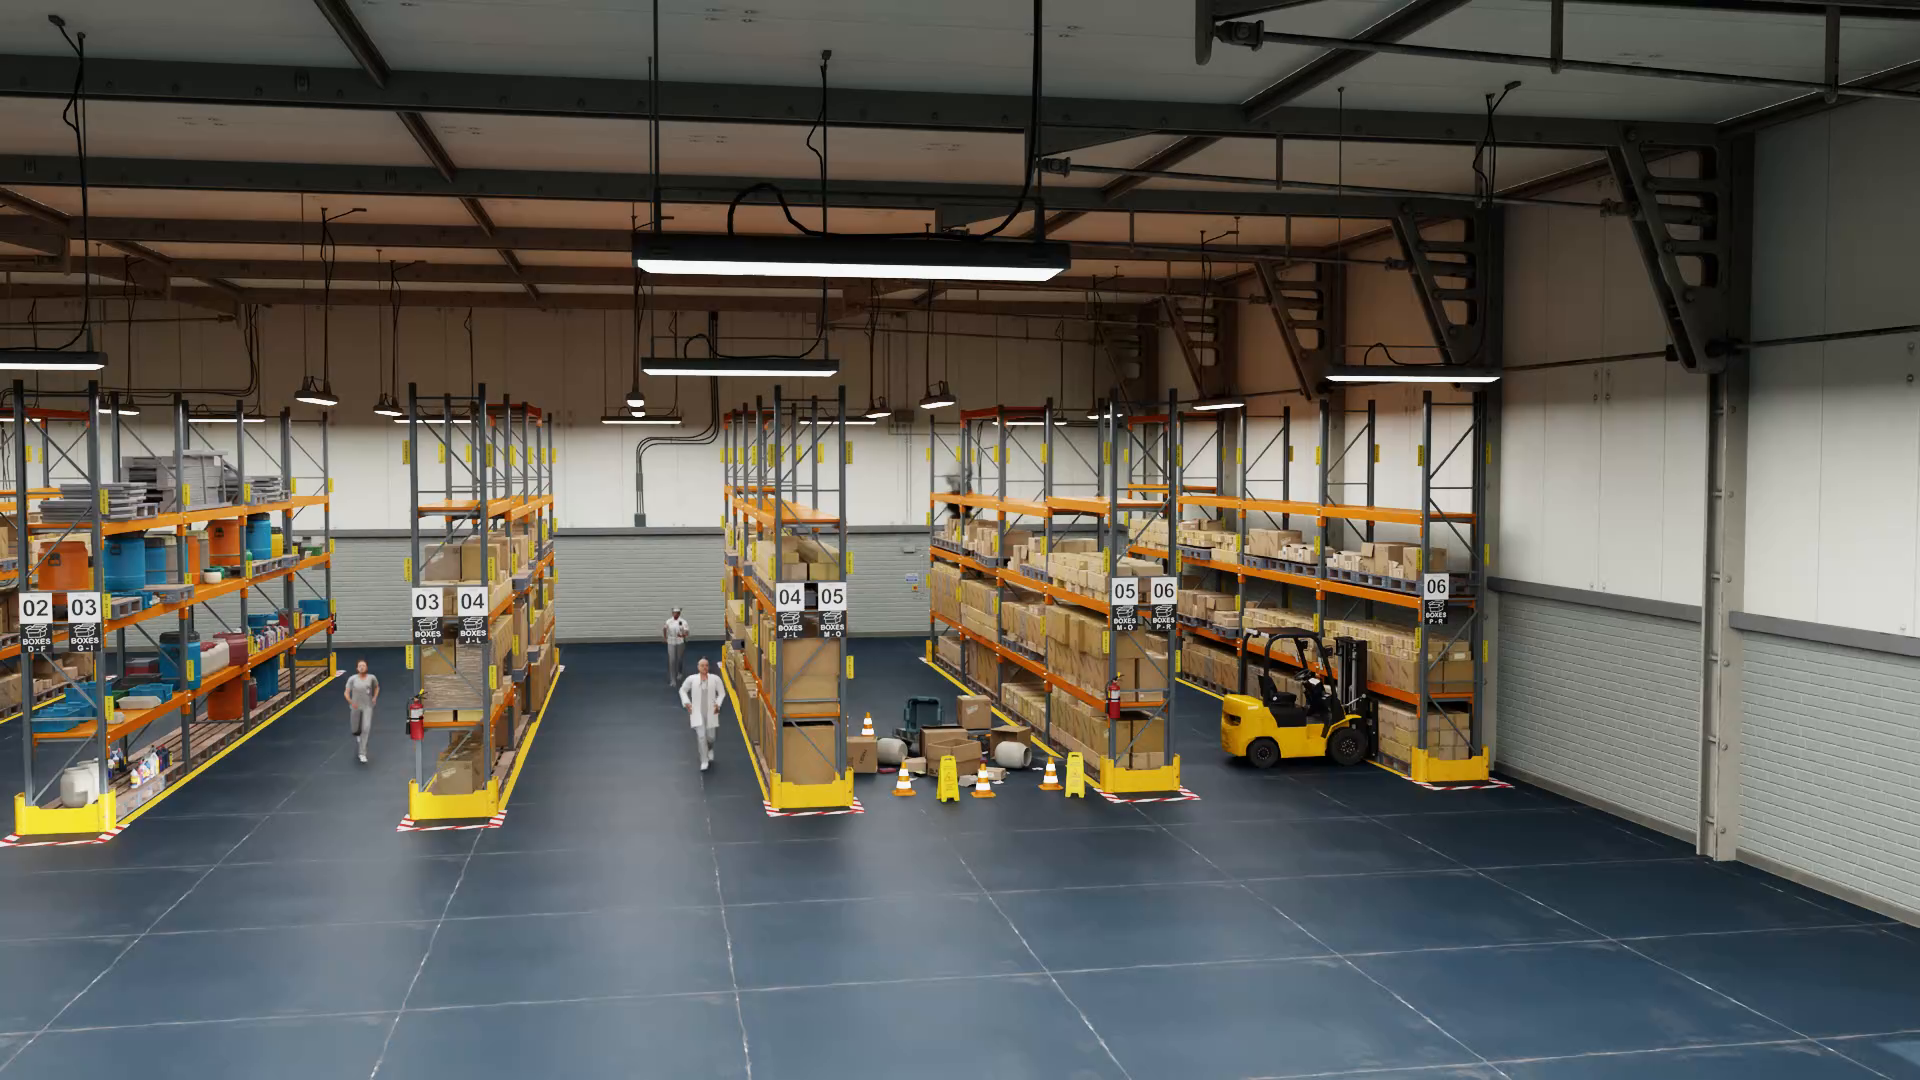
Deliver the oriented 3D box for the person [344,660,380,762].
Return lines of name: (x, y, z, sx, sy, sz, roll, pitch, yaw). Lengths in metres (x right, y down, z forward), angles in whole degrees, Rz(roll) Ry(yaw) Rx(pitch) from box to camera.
person: (-9.927, 2.806, 27.617, 0.547, 1.652, 1.000, -1, 3, -16)

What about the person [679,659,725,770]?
person: (-4.136, 2.747, 26.713, 0.740, 1.676, 0.675, -1, 3, -14)

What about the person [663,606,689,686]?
person: (-6.214, 2.293, 36.397, 0.580, 1.706, 0.903, 0, 3, -8)
